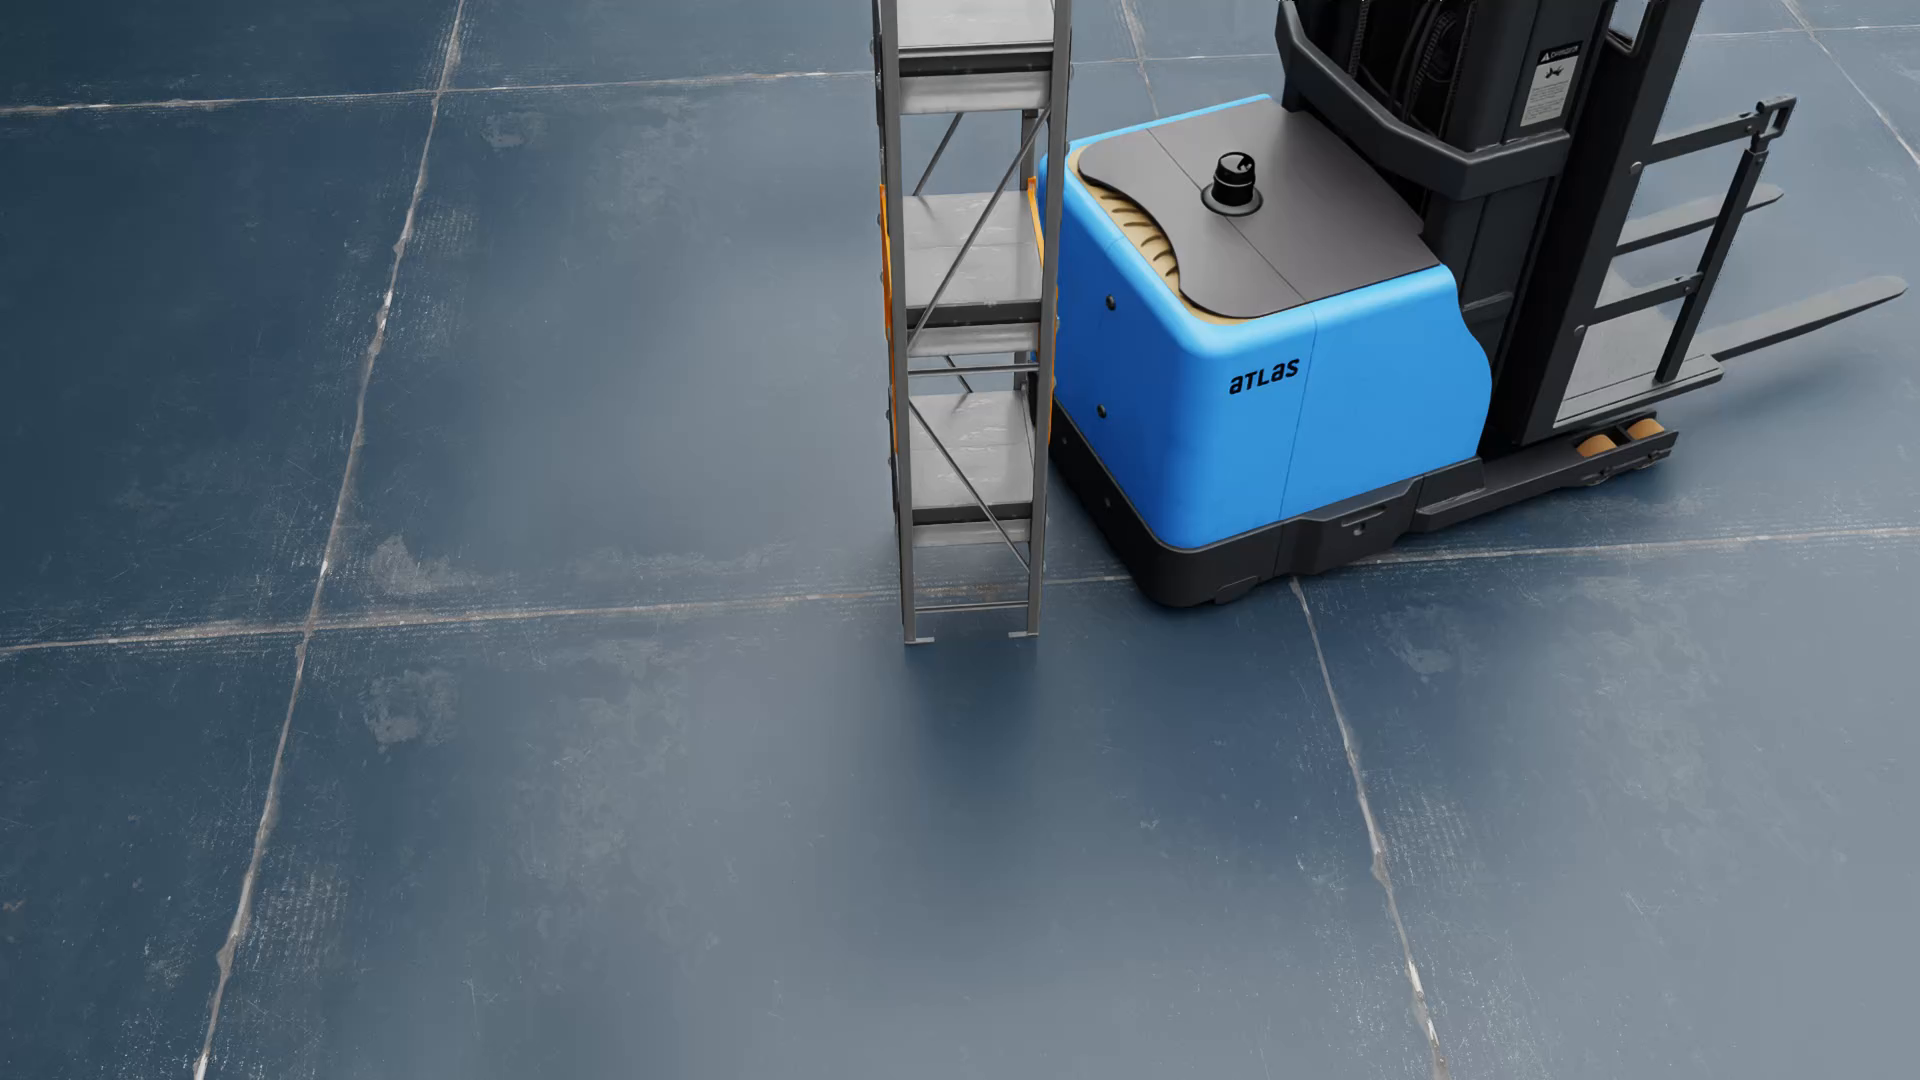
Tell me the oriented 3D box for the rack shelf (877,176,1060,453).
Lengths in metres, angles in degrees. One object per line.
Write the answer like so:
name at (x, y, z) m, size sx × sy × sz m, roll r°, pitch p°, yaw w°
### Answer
rack shelf at (0.014, -0.593, 4.384) m, size 0.431 × 0.518 × 0.480 m, roll -3°, pitch 47°, yaw -3°

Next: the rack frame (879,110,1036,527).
rack frame at (-0.007, -0.779, 4.541) m, size 0.400 × 2.100 × 0.015 m, roll -3°, pitch 47°, yaw -3°

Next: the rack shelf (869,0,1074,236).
rack shelf at (0.014, -1.074, 3.876) m, size 0.431 × 0.518 × 0.480 m, roll -3°, pitch 47°, yaw -3°

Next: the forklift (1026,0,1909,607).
forklift at (1.779, -1.521, 4.671) m, size 3.031 × 2.935 × 1.130 m, roll -18°, pitch 49°, yaw -16°

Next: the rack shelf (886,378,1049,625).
rack shelf at (0.014, -0.112, 4.892) m, size 0.431 × 0.518 × 0.480 m, roll -3°, pitch 47°, yaw -3°

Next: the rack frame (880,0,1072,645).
rack frame at (0.034, -0.426, 4.207) m, size 0.400 × 2.100 × 0.015 m, roll -3°, pitch 47°, yaw -3°

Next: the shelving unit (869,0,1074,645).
shelving unit at (0.014, -0.602, 4.374) m, size 0.431 × 2.100 × 0.503 m, roll -3°, pitch 47°, yaw -3°
